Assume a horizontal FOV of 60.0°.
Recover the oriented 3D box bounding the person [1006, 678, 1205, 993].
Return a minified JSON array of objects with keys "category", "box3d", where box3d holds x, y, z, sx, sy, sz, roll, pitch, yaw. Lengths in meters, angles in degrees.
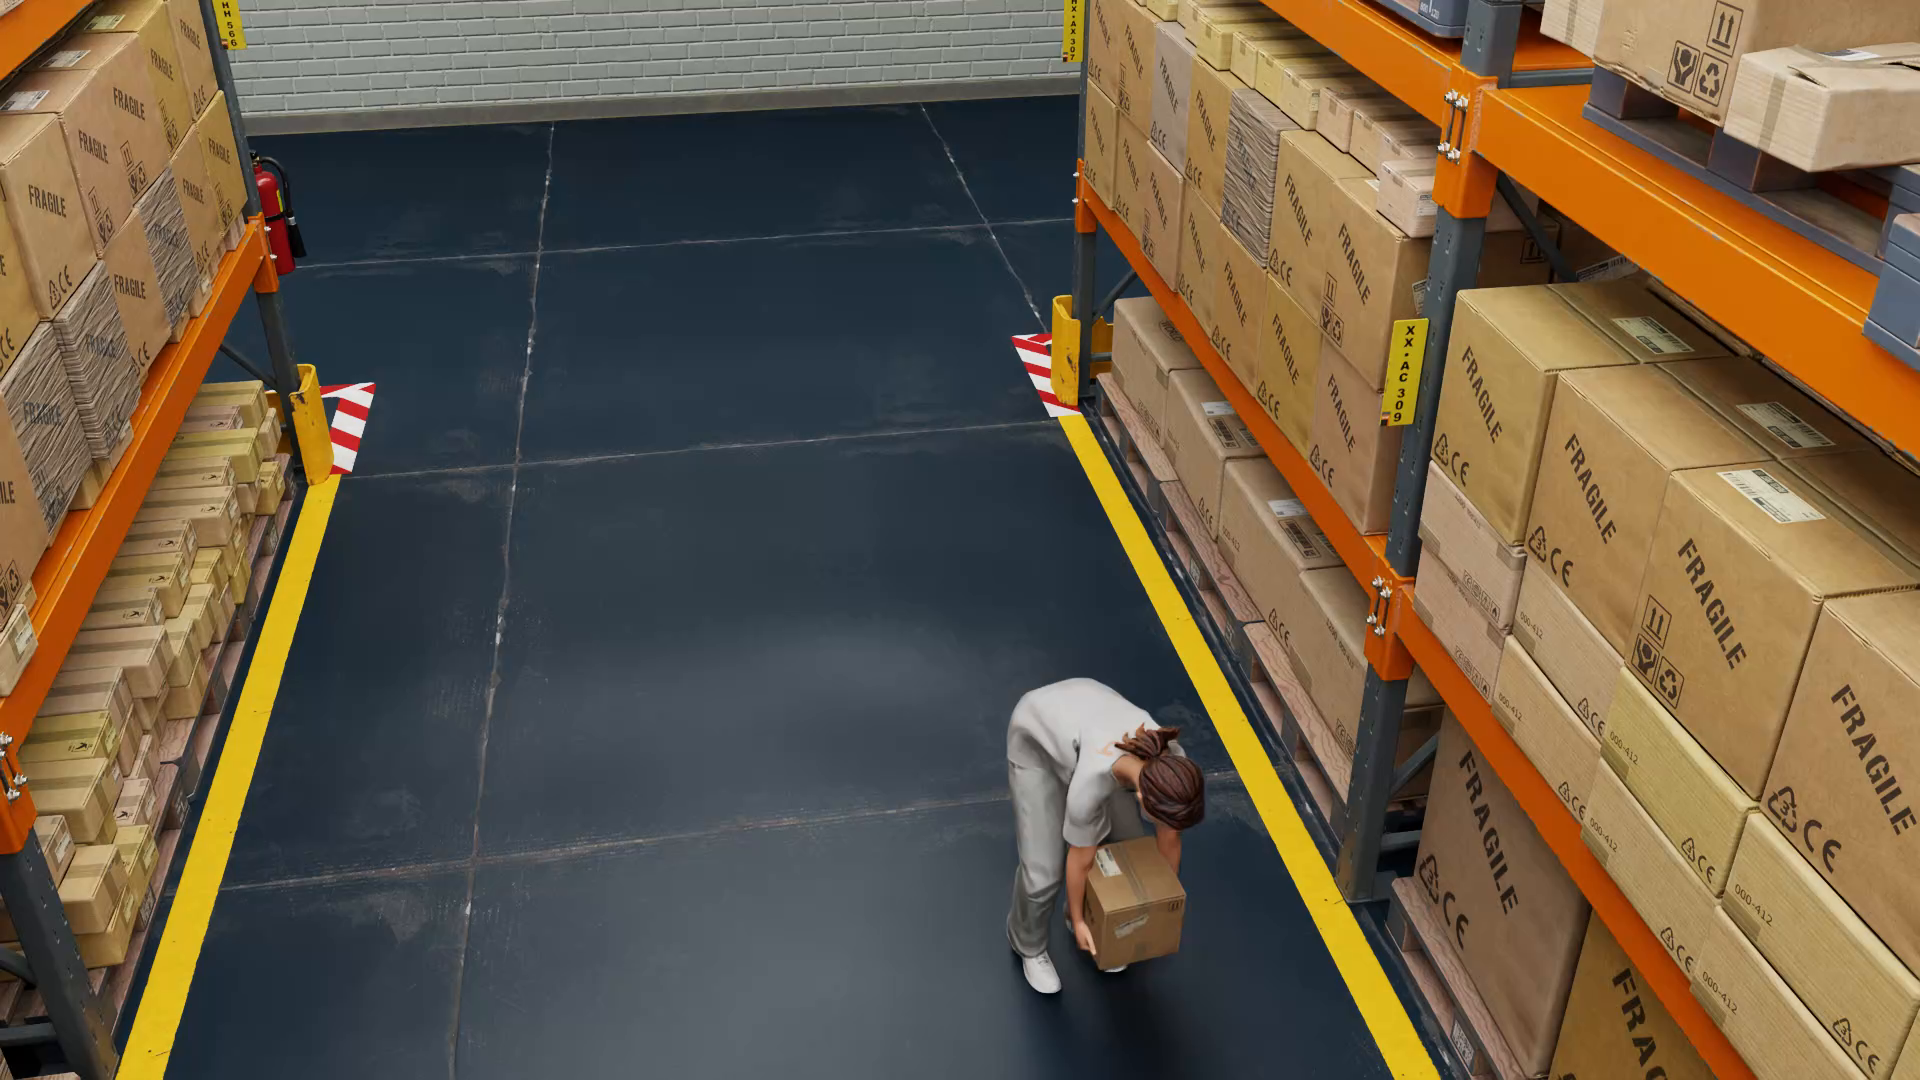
[{"category":"person","box3d":[0.438,0.953,5.001,0.417,1.202,0.853,-14,33,-21]}]
